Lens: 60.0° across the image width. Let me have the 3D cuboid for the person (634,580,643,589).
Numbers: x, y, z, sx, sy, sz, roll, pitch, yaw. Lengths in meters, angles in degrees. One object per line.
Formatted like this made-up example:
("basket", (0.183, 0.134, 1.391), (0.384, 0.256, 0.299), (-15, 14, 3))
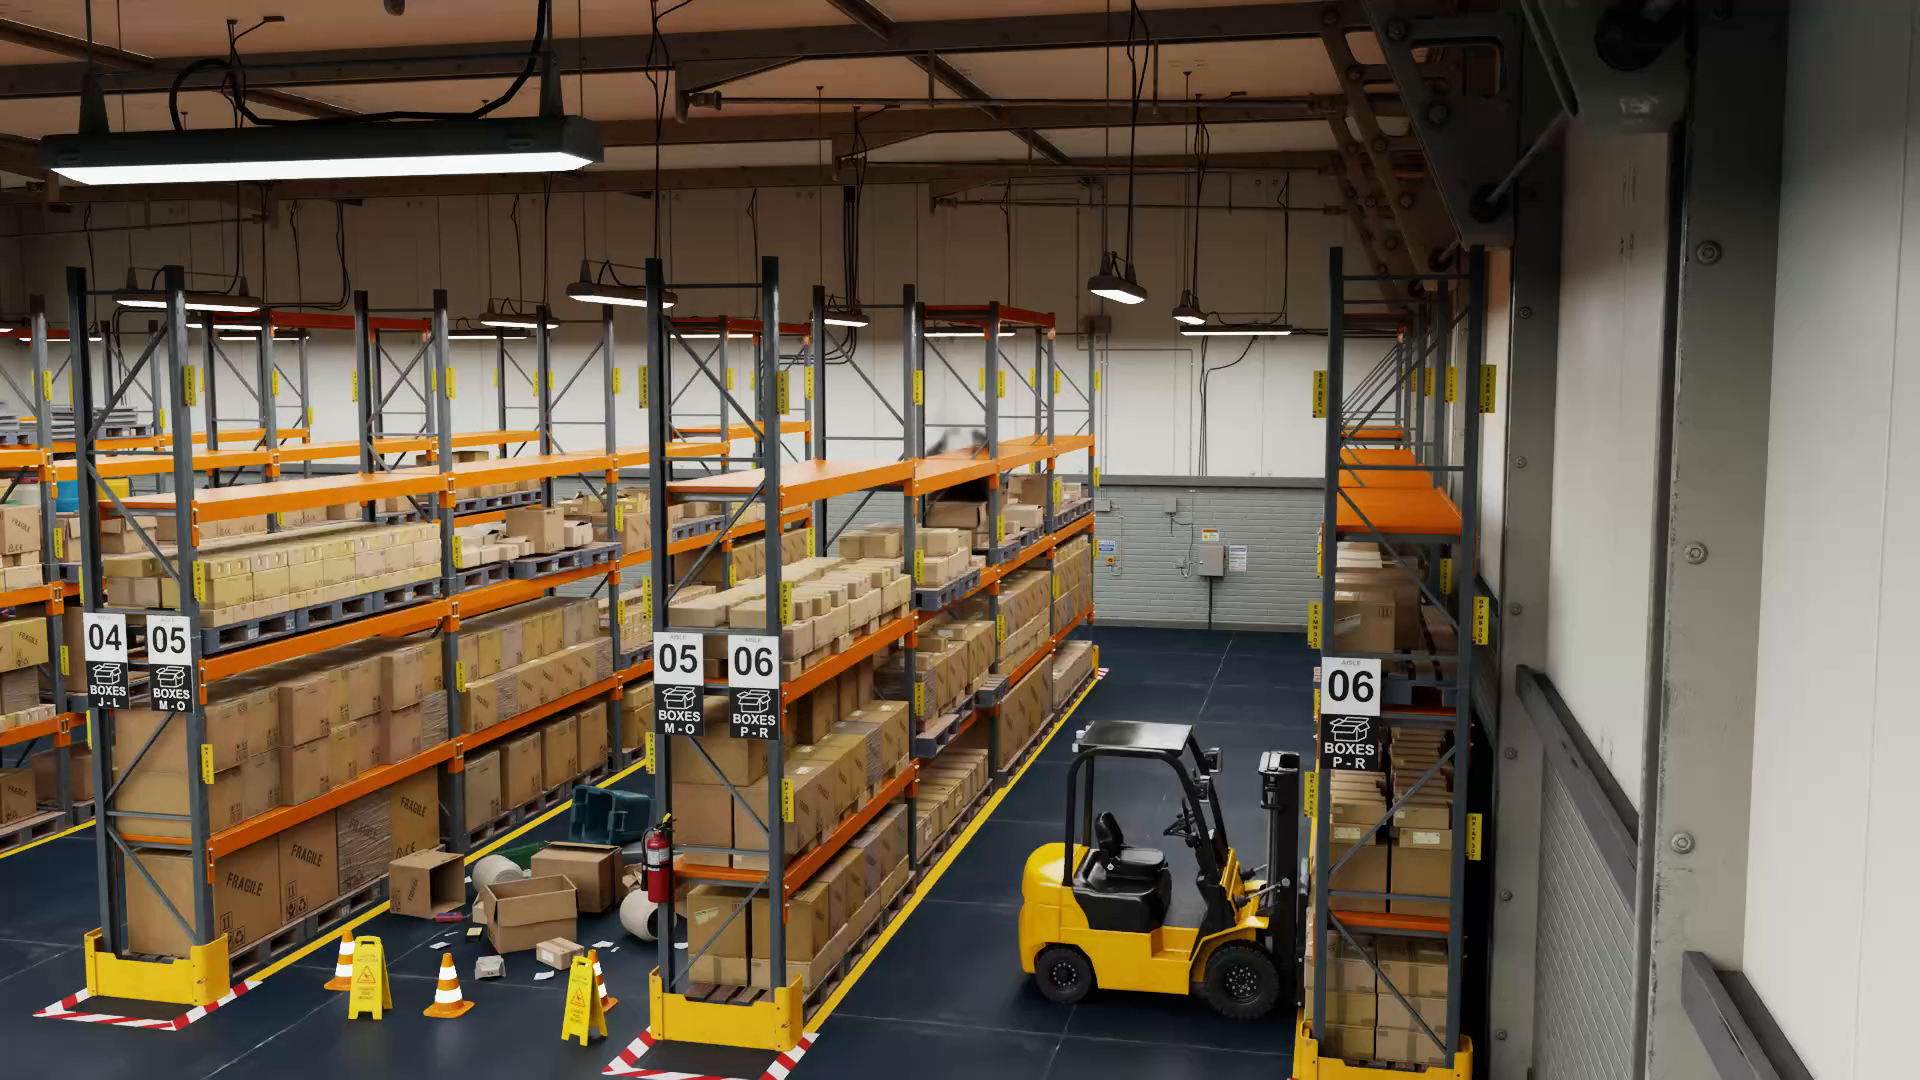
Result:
("person", (-5.350, 1.522, 27.871), (0.550, 1.689, 0.809), (2, 6, 15))
